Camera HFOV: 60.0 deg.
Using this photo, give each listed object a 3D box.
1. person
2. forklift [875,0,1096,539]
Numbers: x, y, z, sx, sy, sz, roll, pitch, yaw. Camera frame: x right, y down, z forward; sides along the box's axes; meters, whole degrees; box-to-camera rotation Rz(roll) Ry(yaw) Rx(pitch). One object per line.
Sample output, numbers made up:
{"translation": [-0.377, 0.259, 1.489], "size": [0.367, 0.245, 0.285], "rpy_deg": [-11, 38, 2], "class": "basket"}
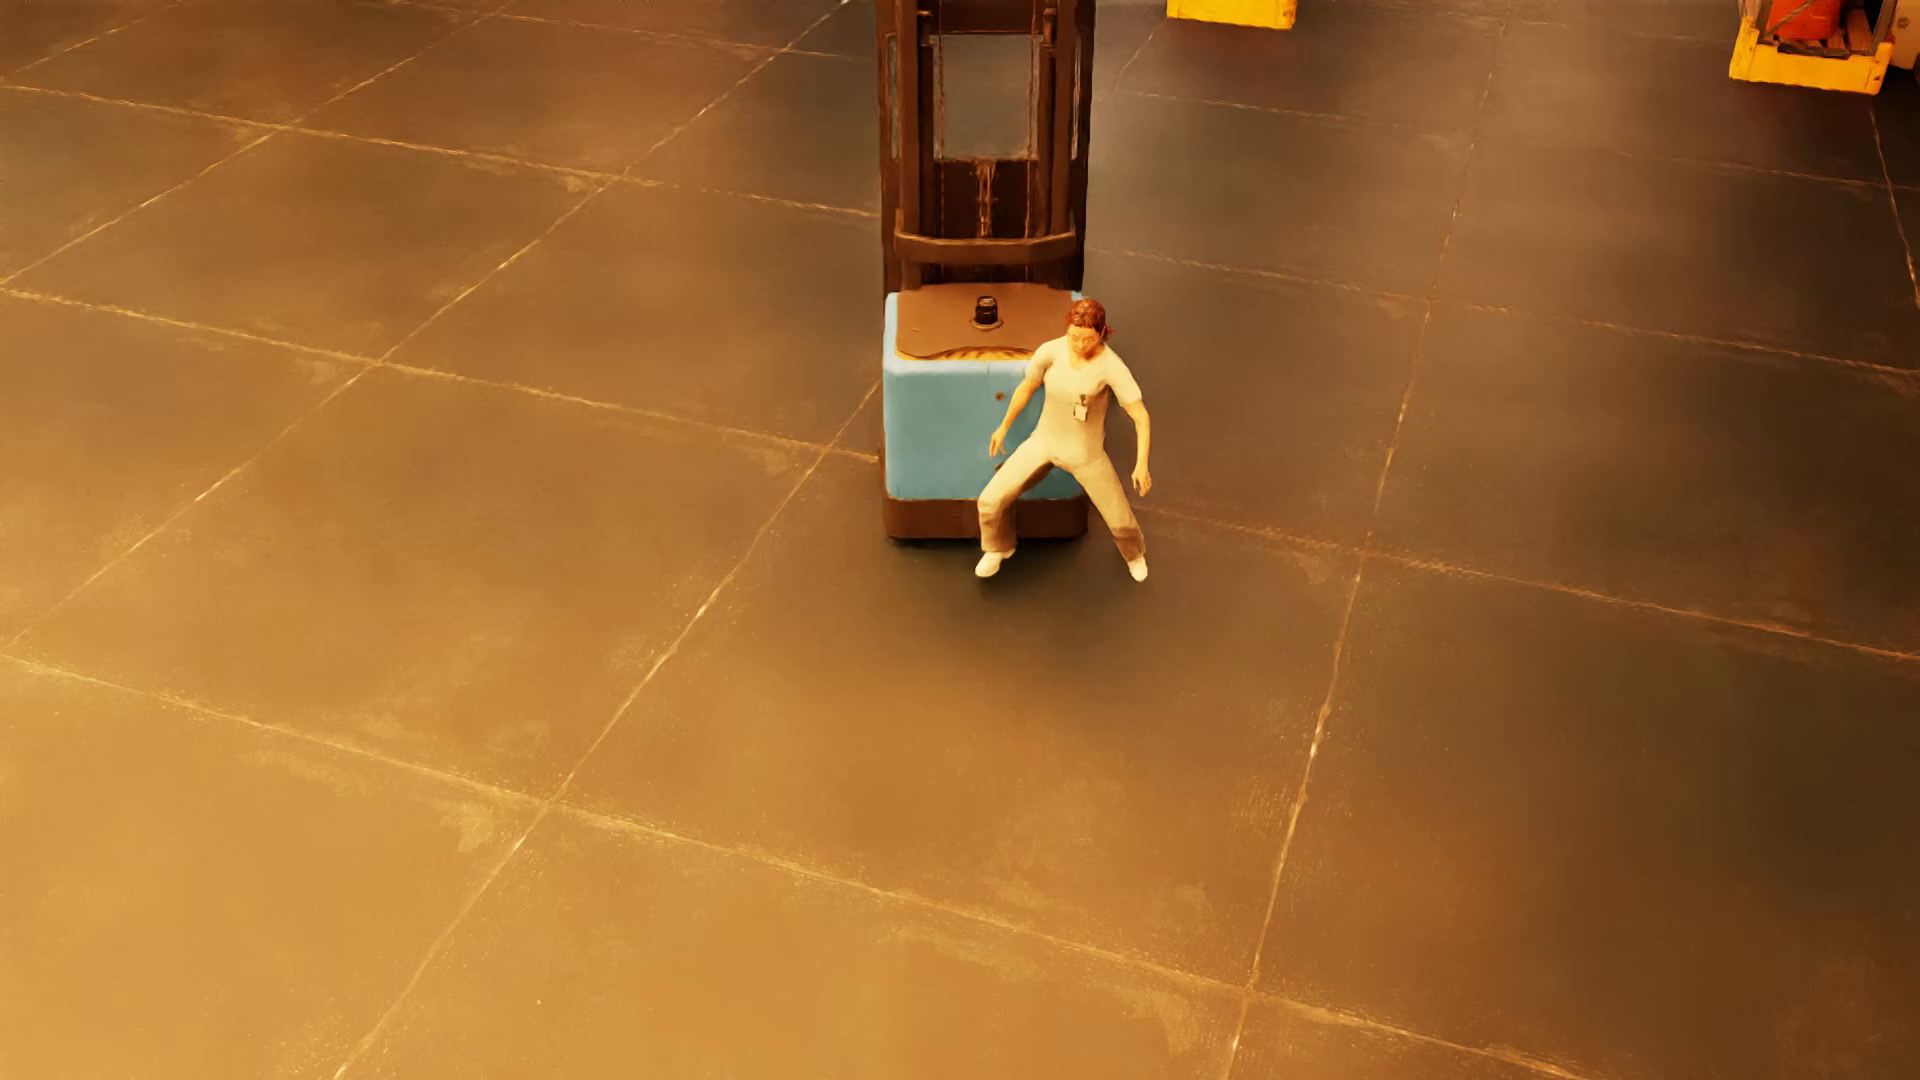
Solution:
{"translation": [0.568, -0.448, 7.976], "size": [0.860, 1.550, 0.687], "rpy_deg": [15, 38, 20], "class": "person"}
{"translation": [0.122, -2.021, 8.962], "size": [1.130, 2.935, 3.031], "rpy_deg": [0, 35, 0], "class": "forklift"}
